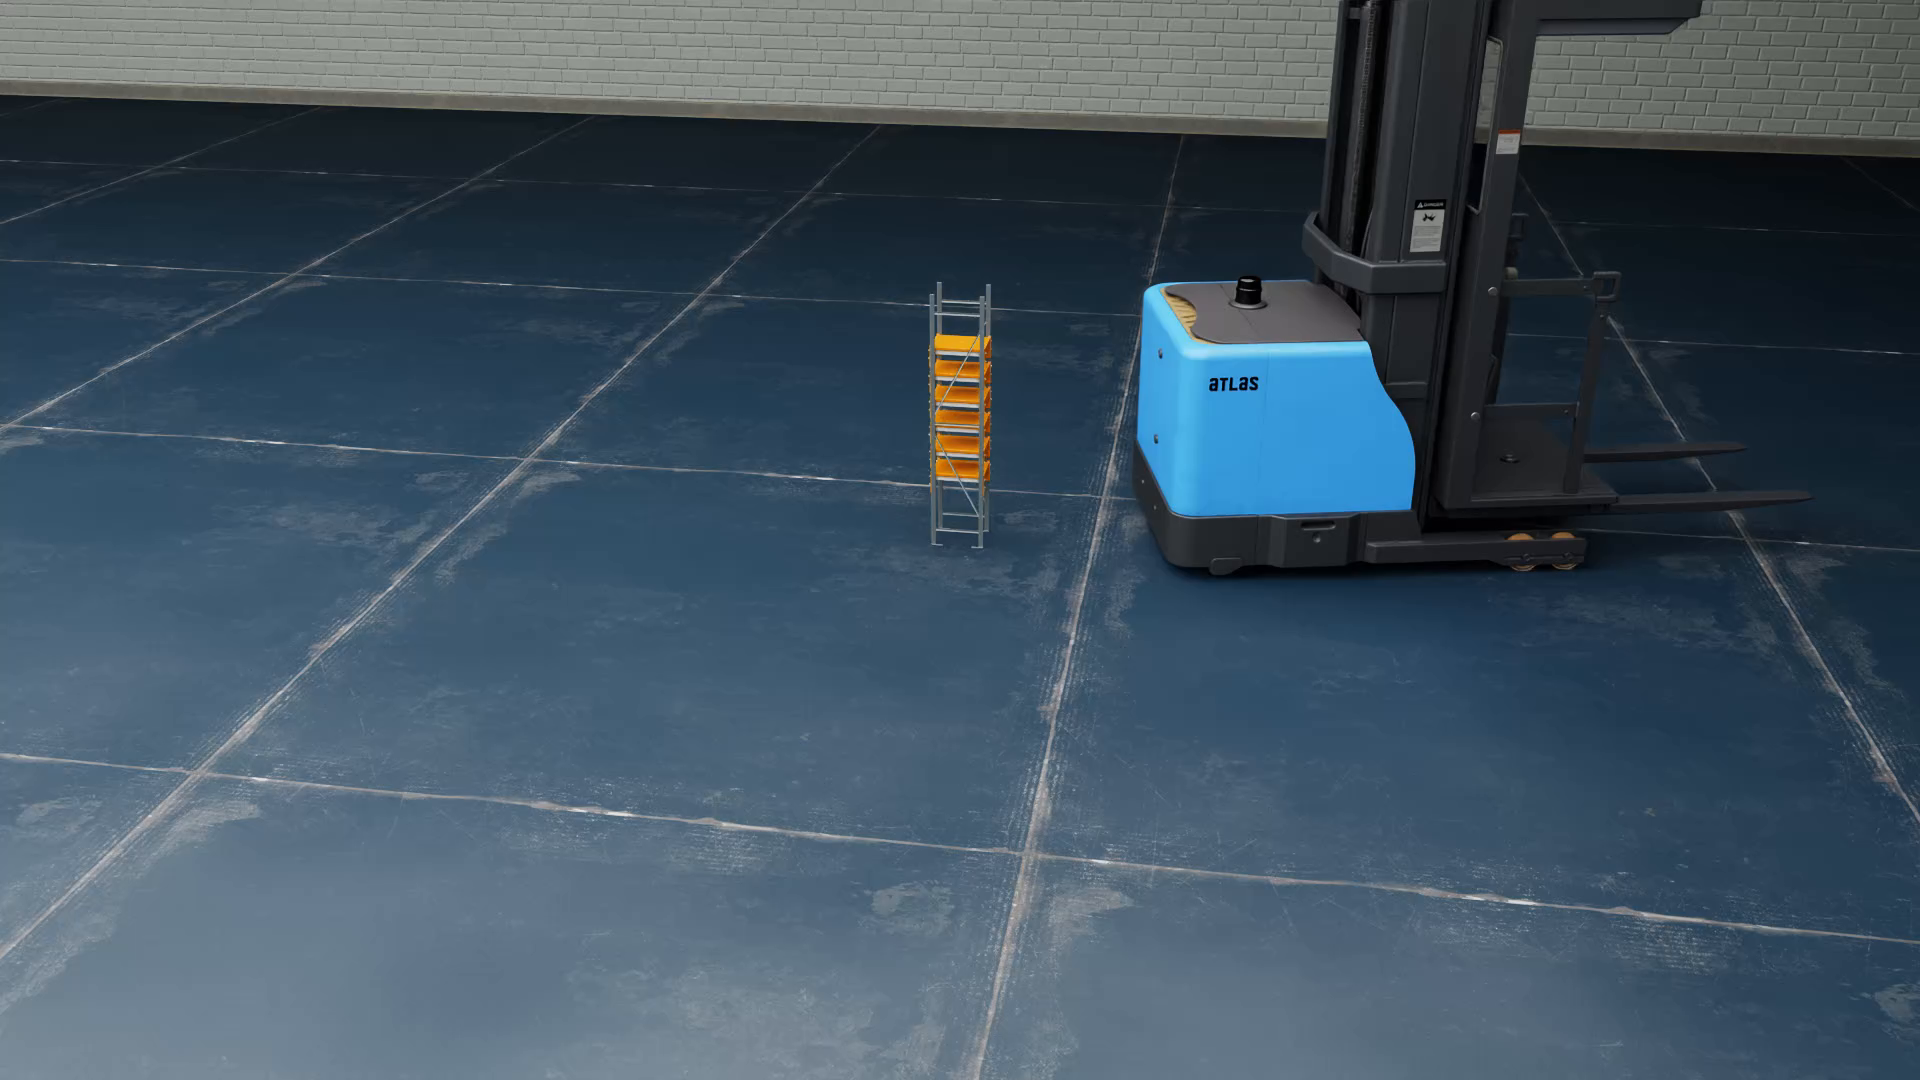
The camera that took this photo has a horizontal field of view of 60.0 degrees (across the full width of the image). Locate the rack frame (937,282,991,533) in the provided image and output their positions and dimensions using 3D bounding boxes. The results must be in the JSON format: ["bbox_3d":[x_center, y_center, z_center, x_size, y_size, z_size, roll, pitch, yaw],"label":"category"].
[{"bbox_3d":[0.017,-0.588,7.590,0.240,1.200,0.006,4,25,9],"label":"rack frame"}]

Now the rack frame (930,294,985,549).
[{"bbox_3d":[-0.013,-0.511,7.427,0.240,1.200,0.006,4,25,9],"label":"rack frame"}]

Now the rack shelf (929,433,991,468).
[{"bbox_3d":[0.002,-0.401,7.578,0.258,0.103,0.180,4,25,9],"label":"rack shelf"}]

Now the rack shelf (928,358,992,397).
[{"bbox_3d":[0.002,-0.727,7.426,0.258,0.103,0.180,4,25,9],"label":"rack shelf"}]

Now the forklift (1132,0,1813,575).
[{"bbox_3d":[2.389,-1.410,7.304,3.031,2.935,1.130,-2,25,-4],"label":"forklift"}]

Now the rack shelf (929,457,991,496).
[{"bbox_3d":[0.002,-0.292,7.629,0.258,0.103,0.180,4,25,9],"label":"rack shelf"}]

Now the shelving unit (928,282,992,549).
[{"bbox_3d":[0.002,-0.549,7.509,0.258,1.200,0.189,4,25,9],"label":"shelving unit"}]

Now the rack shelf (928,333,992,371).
[{"bbox_3d":[0.002,-0.835,7.375,0.258,0.103,0.180,4,25,9],"label":"rack shelf"}]

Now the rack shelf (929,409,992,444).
[{"bbox_3d":[0.002,-0.509,7.527,0.258,0.103,0.180,4,25,9],"label":"rack shelf"}]

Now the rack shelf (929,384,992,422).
[{"bbox_3d":[0.002,-0.618,7.477,0.258,0.103,0.180,4,25,9],"label":"rack shelf"}]
